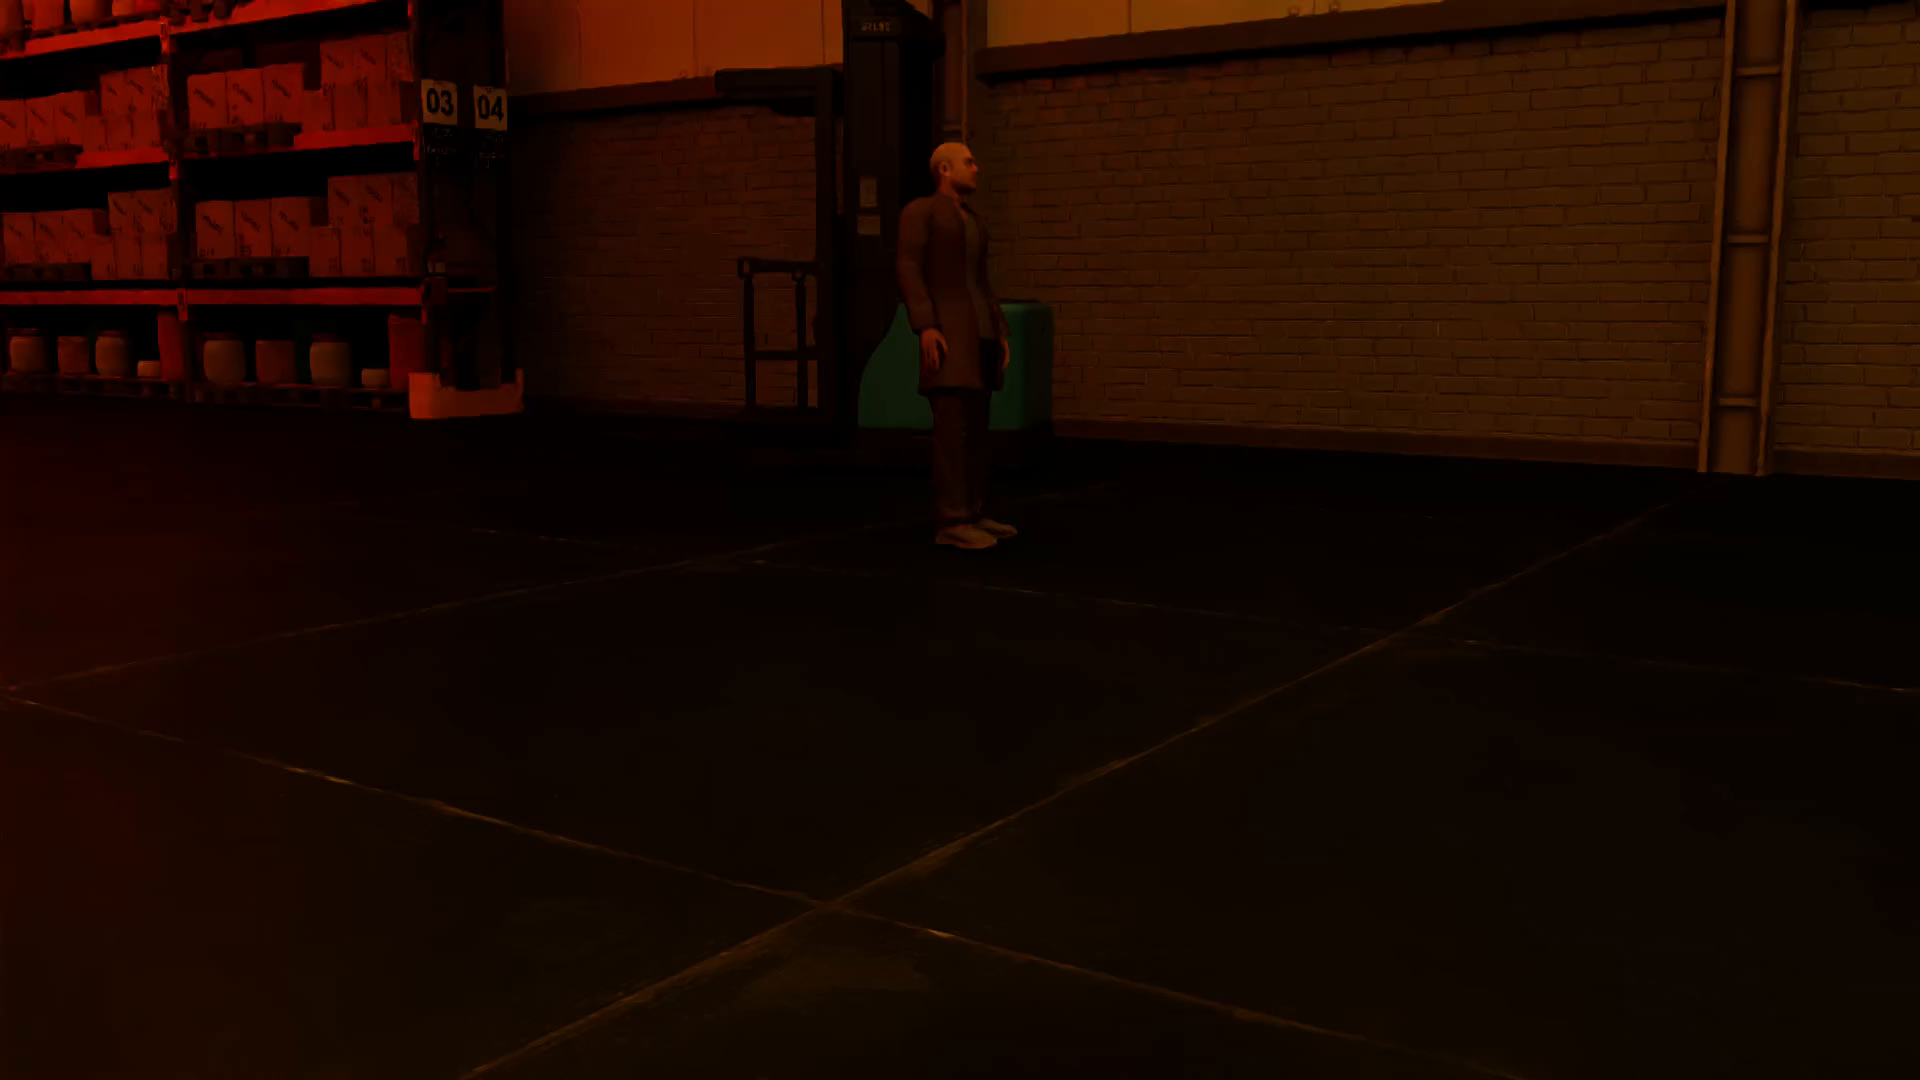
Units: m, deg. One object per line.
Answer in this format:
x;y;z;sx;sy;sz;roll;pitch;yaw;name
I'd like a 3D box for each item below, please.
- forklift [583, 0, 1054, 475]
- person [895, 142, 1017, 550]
-0.950;-1.934;10.797;3.031;2.935;1.130;2;8;14;forklift
0.073;-0.879;7.423;0.580;1.776;0.694;5;10;34;person
